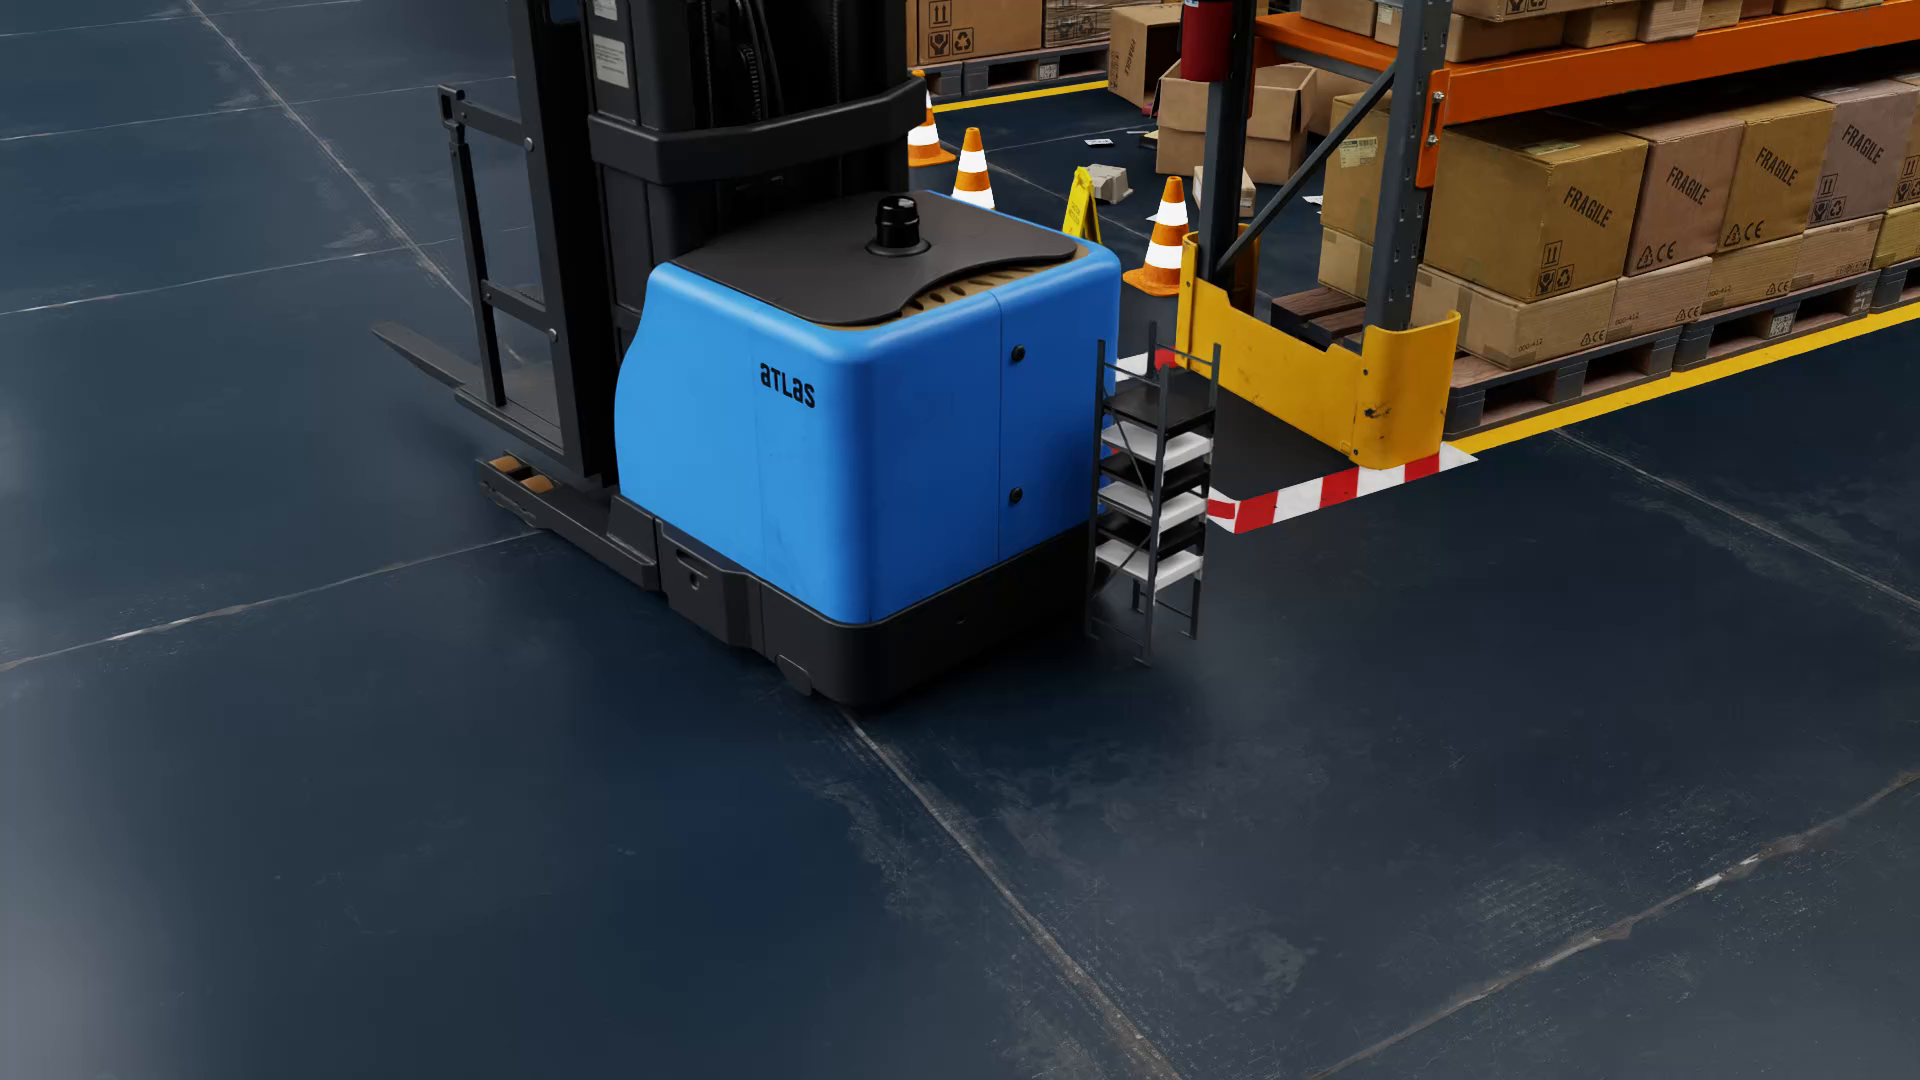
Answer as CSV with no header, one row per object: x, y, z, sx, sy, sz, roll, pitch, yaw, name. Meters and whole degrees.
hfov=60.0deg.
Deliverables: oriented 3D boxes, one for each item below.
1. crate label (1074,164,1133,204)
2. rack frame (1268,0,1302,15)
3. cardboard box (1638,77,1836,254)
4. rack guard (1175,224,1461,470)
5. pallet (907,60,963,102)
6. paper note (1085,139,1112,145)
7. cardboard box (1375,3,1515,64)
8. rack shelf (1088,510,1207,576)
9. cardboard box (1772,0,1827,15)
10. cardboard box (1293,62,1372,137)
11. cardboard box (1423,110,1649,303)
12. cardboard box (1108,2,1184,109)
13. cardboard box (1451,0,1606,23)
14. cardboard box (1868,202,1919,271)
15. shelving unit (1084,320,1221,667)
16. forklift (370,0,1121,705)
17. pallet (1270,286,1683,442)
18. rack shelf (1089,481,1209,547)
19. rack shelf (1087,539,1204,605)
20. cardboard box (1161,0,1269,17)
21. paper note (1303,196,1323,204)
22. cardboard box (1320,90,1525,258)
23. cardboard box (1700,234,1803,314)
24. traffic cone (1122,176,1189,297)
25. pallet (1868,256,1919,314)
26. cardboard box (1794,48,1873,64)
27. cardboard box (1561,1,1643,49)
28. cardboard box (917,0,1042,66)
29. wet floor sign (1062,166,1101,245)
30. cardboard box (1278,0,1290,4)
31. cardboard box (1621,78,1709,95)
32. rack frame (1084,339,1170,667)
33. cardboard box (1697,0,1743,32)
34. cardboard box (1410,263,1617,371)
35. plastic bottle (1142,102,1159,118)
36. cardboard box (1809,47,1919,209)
0.704,-1.794,8.360,0.250,0.136,0.298,15,32,26,crate label
2.050,-4.824,10.887,0.127,3.000,1.000,-16,33,-26,rack frame
2.937,-1.453,6.414,0.500,0.500,0.500,-15,32,-25,cardboard box
1.262,-0.732,6.059,0.348,0.500,1.175,-16,33,-26,rack guard
-0.749,-2.852,10.200,1.213,0.211,1.003,-16,33,-26,pallet
0.778,-2.211,9.226,0.142,0.017,0.144,-5,29,-9,paper note
1.594,-1.694,5.476,0.250,0.149,0.380,-16,33,-26,cardboard box
0.516,-0.011,4.593,0.200,0.077,0.258,-24,37,-37,rack shelf
2.962,-2.056,6.130,0.250,0.149,0.380,-17,33,-28,cardboard box
2.230,-2.491,9.102,0.503,0.637,0.797,-16,33,-26,cardboard box
2.052,-1.204,5.963,0.500,0.500,0.500,-17,33,-28,cardboard box
1.232,-2.923,10.027,0.500,0.500,0.500,-10,30,-18,cardboard box
1.745,-1.982,5.326,0.500,0.500,0.500,-16,33,-27,cardboard box
3.817,-1.375,7.049,0.500,0.250,0.500,-17,33,-28,cardboard box
0.517,-0.120,4.534,0.210,0.900,0.258,-24,37,-37,shelving unit
-0.932,-1.473,4.886,1.130,2.935,3.031,-25,37,-37,forklift
1.980,-0.789,6.462,1.213,0.211,1.003,-16,33,-26,pallet
0.517,-0.090,4.550,0.200,0.077,0.258,-24,37,-37,rack shelf
0.516,0.068,4.637,0.200,0.077,0.258,-24,37,-37,rack shelf
1.472,-3.953,11.073,0.875,0.875,0.875,-15,32,-26,cardboard box
1.811,-1.709,8.326,0.142,0.019,0.148,-5,29,-9,paper note
1.755,-1.421,6.355,0.500,0.500,0.500,-16,33,-26,cardboard box
2.940,-1.130,6.605,0.500,0.250,0.500,-14,32,-23,cardboard box
0.914,-1.340,7.198,0.334,0.463,0.336,-16,33,-26,traffic cone
4.084,-1.387,7.544,1.213,0.211,1.003,-16,33,-26,pallet
3.544,-1.927,7.273,0.500,0.500,0.500,-14,32,-24,cardboard box
2.074,-1.793,5.655,0.250,0.149,0.380,-17,33,-28,cardboard box
-0.090,-3.508,10.267,0.875,0.875,0.875,-16,33,-27,cardboard box
0.490,-1.176,6.713,0.232,0.644,0.267,-5,29,-9,wet floor sign
2.540,-4.212,11.672,0.750,0.750,1.050,-16,33,-27,cardboard box
2.642,-1.670,6.807,0.500,0.500,0.500,-17,33,-27,cardboard box
0.442,-0.087,4.473,0.006,0.900,0.240,-24,37,-37,rack frame
2.522,-1.914,5.873,0.250,0.149,0.380,-15,32,-25,cardboard box
2.032,-0.870,6.133,0.500,0.250,0.500,-16,33,-27,cardboard box
1.219,-2.504,9.724,0.283,0.061,0.133,22,36,34,plastic bottle
3.833,-1.713,6.885,0.500,0.500,0.500,-15,32,-25,cardboard box
